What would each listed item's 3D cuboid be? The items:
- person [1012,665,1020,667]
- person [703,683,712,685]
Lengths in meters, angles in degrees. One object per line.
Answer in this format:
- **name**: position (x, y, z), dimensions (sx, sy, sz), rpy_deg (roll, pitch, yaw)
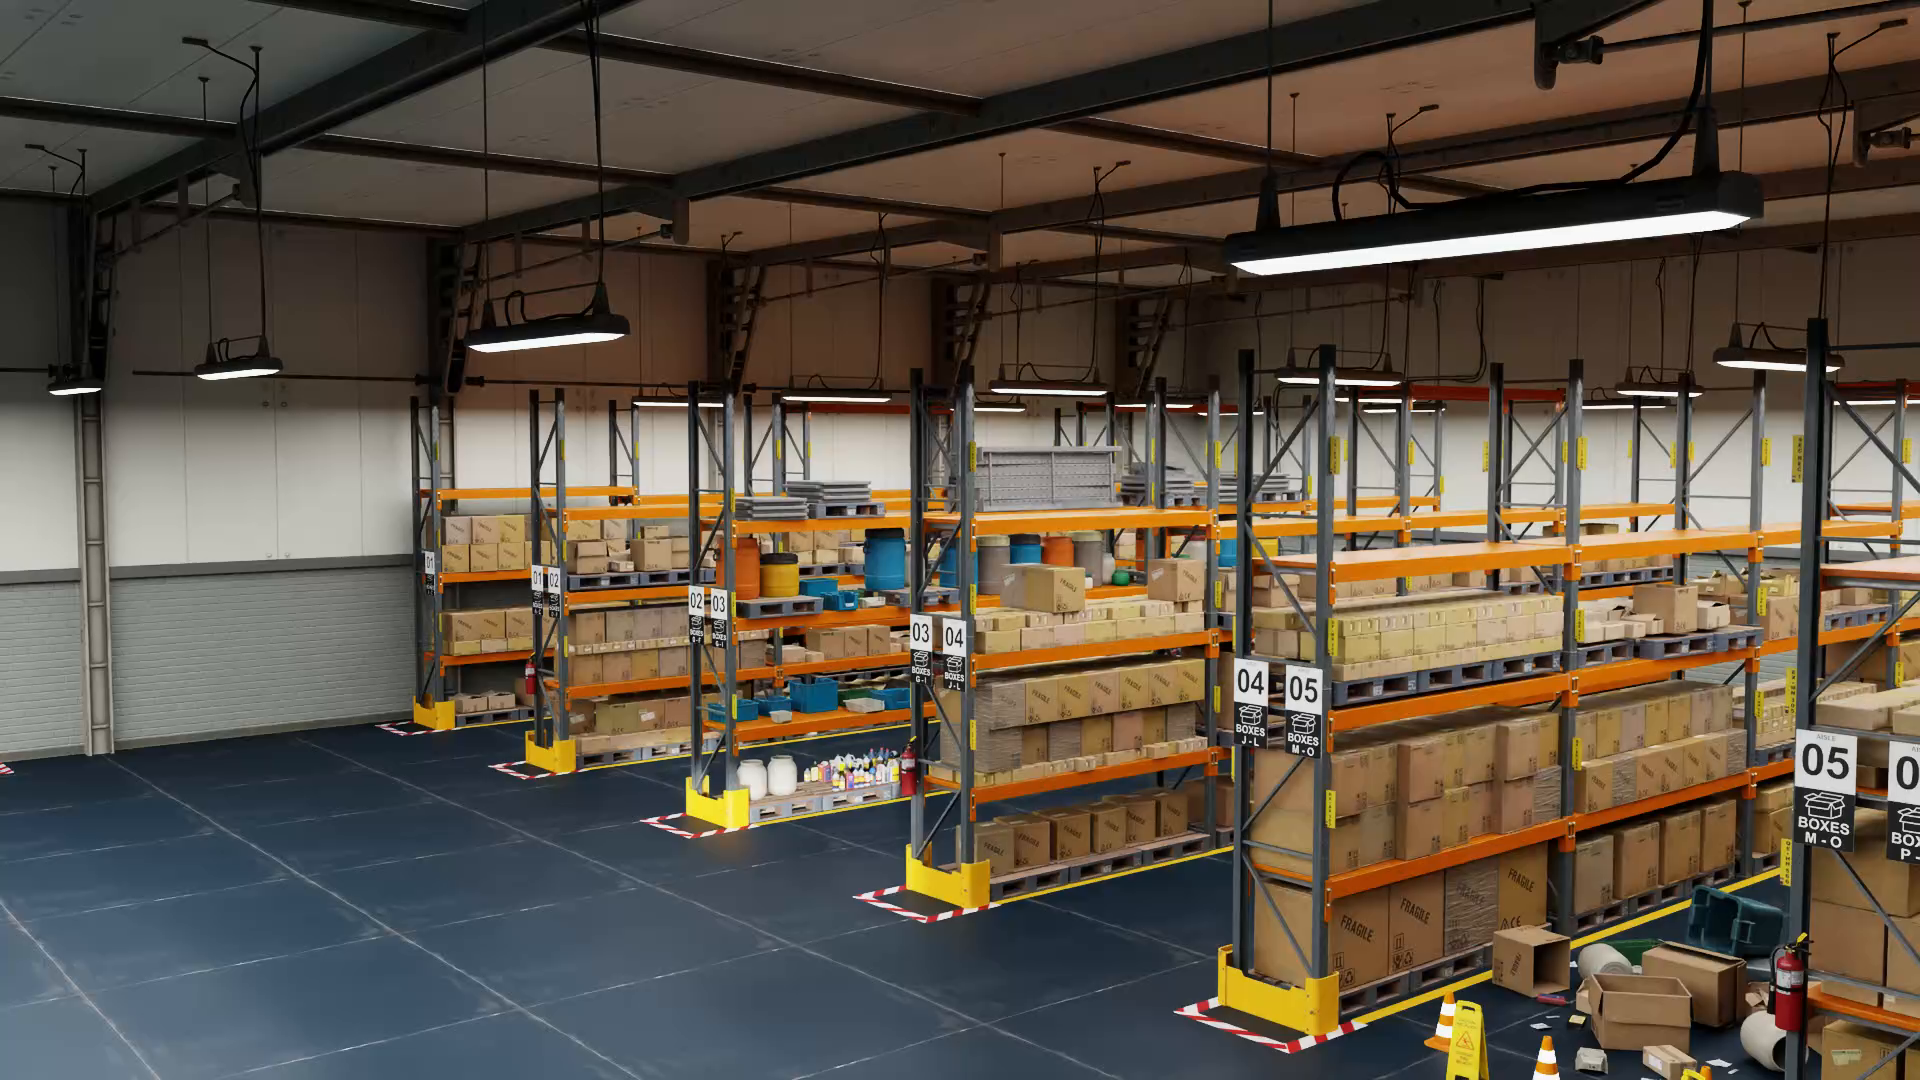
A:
- **person**: position (0.849, 2.618, 28.271), dimensions (0.637, 1.746, 0.739), rpy_deg (-1, 4, -24)
- **person**: position (-4.477, 2.576, 30.429), dimensions (0.581, 1.611, 0.558), rpy_deg (3, 4, 39)
